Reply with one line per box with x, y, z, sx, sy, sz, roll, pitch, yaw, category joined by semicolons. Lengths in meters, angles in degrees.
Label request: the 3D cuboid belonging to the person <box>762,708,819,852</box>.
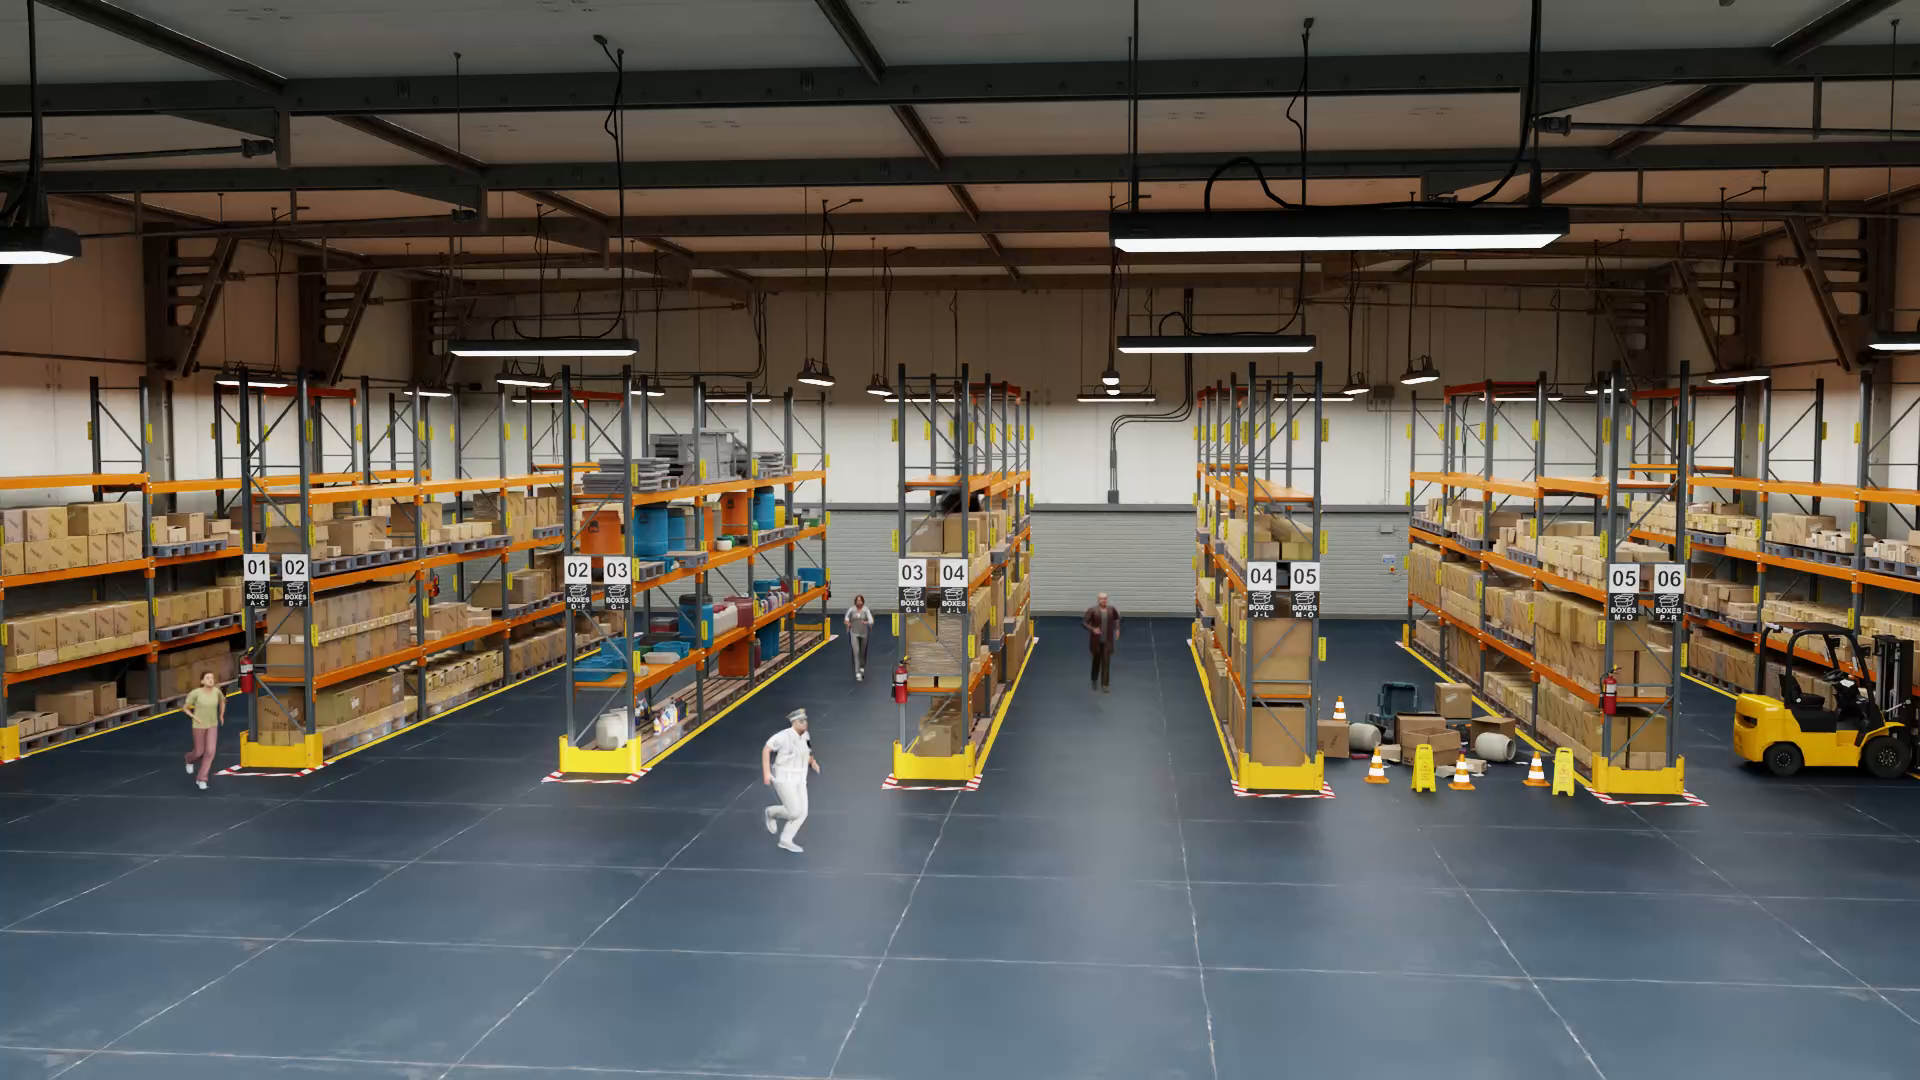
-2.020;2.875;19.960;0.695;1.737;0.704;3;4;35;person

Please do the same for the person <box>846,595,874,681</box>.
-1.921;1.848;31.827;0.530;1.619;0.815;0;4;-5;person

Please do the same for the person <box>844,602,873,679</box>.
-2.099;1.990;34.327;0.627;1.685;0.936;-1;4;-10;person

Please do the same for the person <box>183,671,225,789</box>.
-10.791;2.685;23.792;0.764;1.661;0.604;3;5;44;person

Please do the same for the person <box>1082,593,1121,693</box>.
2.604;1.875;30.511;0.733;1.828;0.871;0;4;-6;person
